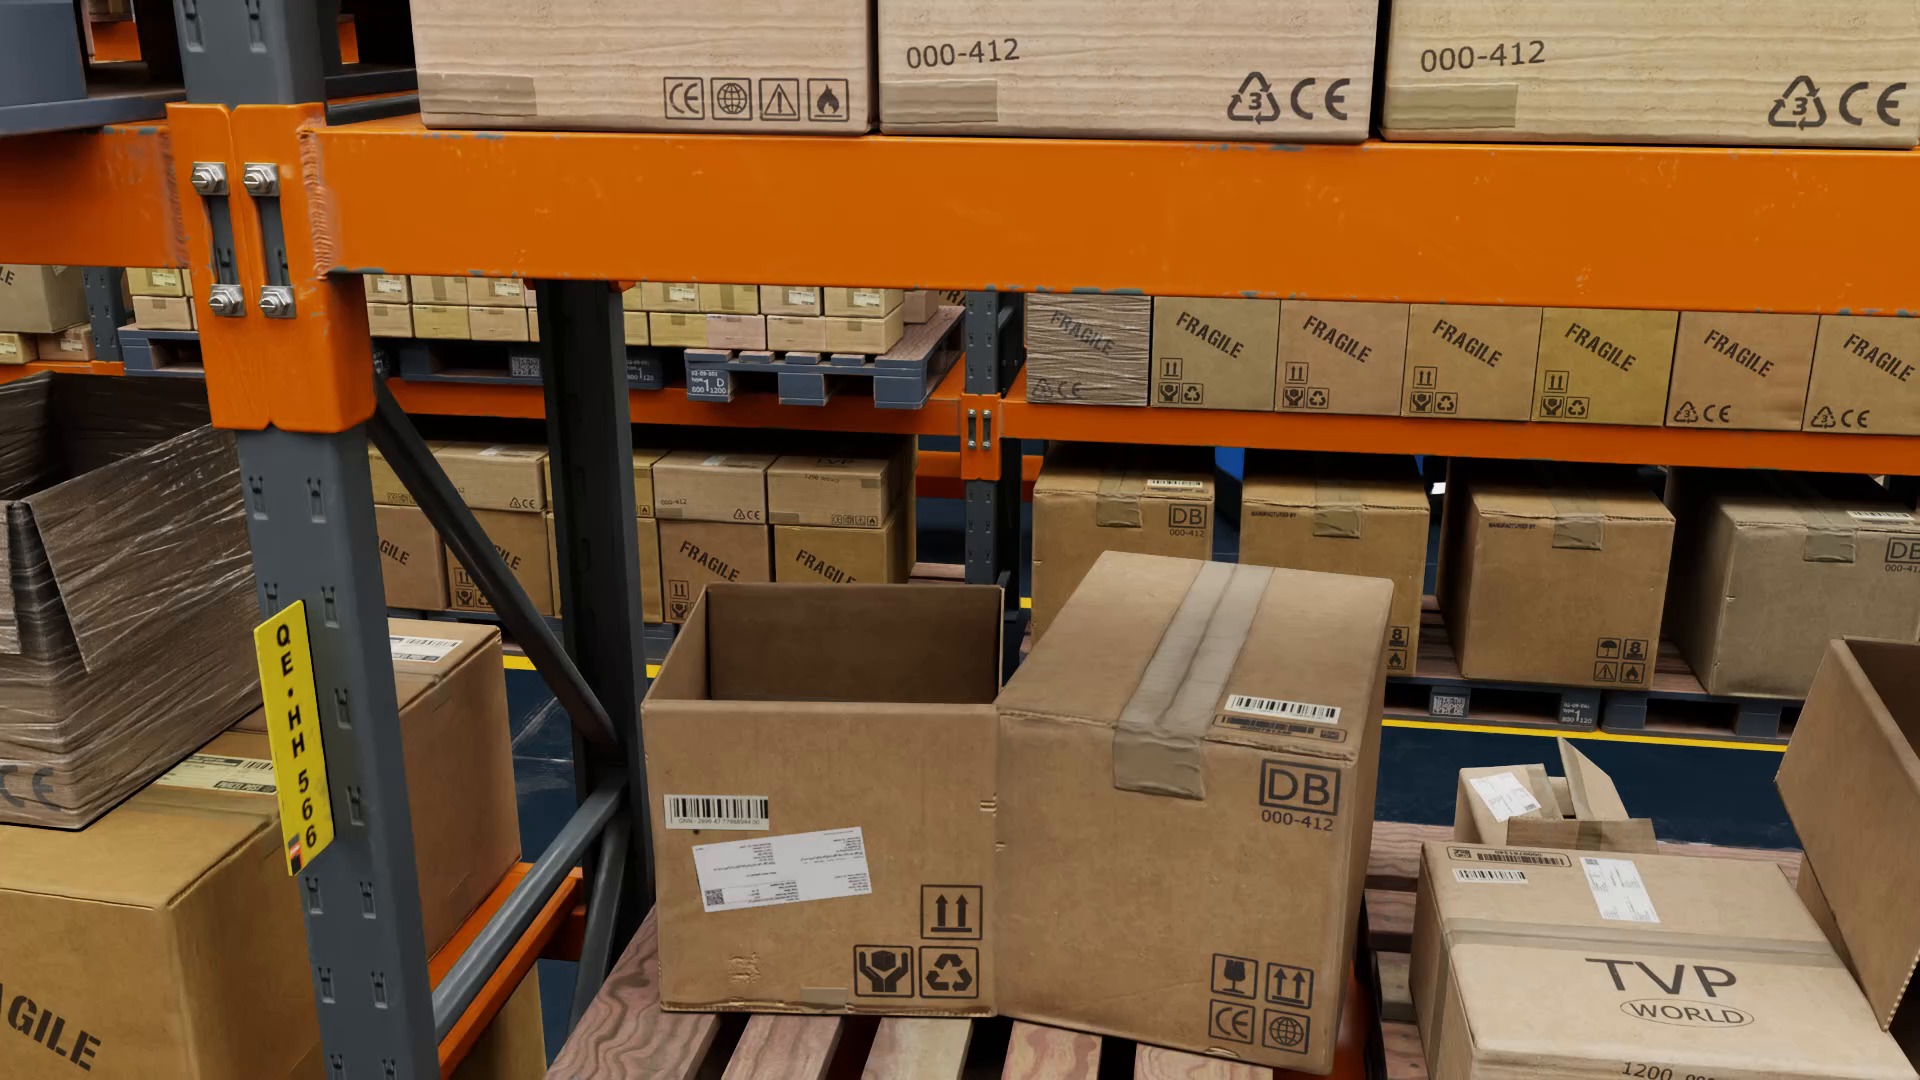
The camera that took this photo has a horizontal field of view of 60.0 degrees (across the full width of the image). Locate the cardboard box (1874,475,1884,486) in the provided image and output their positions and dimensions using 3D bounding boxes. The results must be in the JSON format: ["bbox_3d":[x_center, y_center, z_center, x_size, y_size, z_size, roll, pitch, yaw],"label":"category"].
[{"bbox_3d":[5.261,-0.276,9.709,0.396,0.266,0.258,-11,21,-29],"label":"cardboard box"}]

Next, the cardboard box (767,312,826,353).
[{"bbox_3d":[-0.643,-0.905,7.015,0.250,0.149,0.380,3,19,9],"label":"cardboard box"}]

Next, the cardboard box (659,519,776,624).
[{"bbox_3d":[-1.041,0.077,7.625,0.500,0.500,0.500,4,19,11],"label":"cardboard box"}]

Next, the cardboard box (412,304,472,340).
[{"bbox_3d":[-2.181,-0.985,7.253,0.250,0.149,0.380,3,19,8],"label":"cardboard box"}]

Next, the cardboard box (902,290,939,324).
[{"bbox_3d":[-0.248,-1.097,7.588,0.250,0.149,0.380,3,19,8],"label":"cardboard box"}]

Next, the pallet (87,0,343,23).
[{"bbox_3d":[-3.195,-2.402,7.322,1.003,0.211,1.213,3,19,9],"label":"pallet"}]

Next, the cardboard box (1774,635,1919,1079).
[{"bbox_3d":[1.499,0.512,2.220,0.637,0.503,0.797,5,19,14],"label":"cardboard box"}]

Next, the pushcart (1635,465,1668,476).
[{"bbox_3d":[4.485,-0.325,9.681,0.936,0.377,1.648,-3,19,-10],"label":"pushcart"}]

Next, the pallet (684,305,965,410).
[{"bbox_3d":[-0.558,-0.843,7.397,1.003,0.211,1.213,3,19,9],"label":"pallet"}]

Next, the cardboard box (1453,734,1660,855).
[{"bbox_3d":[0.965,0.481,2.687,0.258,0.266,0.396,2,19,7],"label":"cardboard box"}]

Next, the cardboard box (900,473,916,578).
[{"bbox_3d":[-0.496,-0.060,8.034,0.500,0.500,0.500,2,19,6],"label":"cardboard box"}]

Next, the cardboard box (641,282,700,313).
[{"bbox_3d":[-1.169,-1.073,7.047,0.250,0.149,0.380,3,19,9],"label":"cardboard box"}]

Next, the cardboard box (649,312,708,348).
[{"bbox_3d":[-1.142,-0.932,7.094,0.250,0.149,0.380,3,19,8],"label":"cardboard box"}]

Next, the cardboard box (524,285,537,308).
[{"bbox_3d":[-1.672,-1.099,7.125,0.250,0.149,0.380,3,19,10],"label":"cardboard box"}]

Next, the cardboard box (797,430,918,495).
[{"bbox_3d":[-0.480,-0.411,7.900,0.500,0.250,0.500,2,19,6],"label":"cardboard box"}]

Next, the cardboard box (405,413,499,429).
[{"bbox_3d":[-2.506,-0.514,8.207,0.500,0.250,0.500,4,19,11],"label":"cardboard box"}]

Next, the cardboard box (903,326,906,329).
[{"bbox_3d":[-0.701,-1.786,12.599,0.875,0.875,0.875,3,19,9],"label":"cardboard box"}]

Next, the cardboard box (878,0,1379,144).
[{"bbox_3d":[0.206,-0.604,1.891,0.500,0.250,0.500,3,19,10],"label":"cardboard box"}]

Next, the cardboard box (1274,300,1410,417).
[{"bbox_3d":[1.563,-0.821,6.873,0.500,0.500,0.500,3,19,9],"label":"cardboard box"}]

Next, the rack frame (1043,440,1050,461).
[{"bbox_3d":[0.495,-0.508,9.049,0.032,1.125,0.500,3,19,9],"label":"rack frame"}]

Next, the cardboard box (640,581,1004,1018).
[{"bbox_3d":[-0.185,0.386,2.604,0.500,0.500,0.500,1,19,2],"label":"cardboard box"}]

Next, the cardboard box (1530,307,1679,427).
[{"bbox_3d":[2.556,-0.771,6.722,0.500,0.500,0.500,3,19,9],"label":"cardboard box"}]

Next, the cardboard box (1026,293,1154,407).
[{"bbox_3d":[0.563,-0.871,7.023,0.500,0.500,0.500,3,19,9],"label":"cardboard box"}]

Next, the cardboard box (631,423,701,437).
[{"bbox_3d":[-1.468,-0.466,8.063,0.500,0.250,0.500,3,19,9],"label":"cardboard box"}]

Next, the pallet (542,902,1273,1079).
[{"bbox_3d":[-0.004,0.711,2.753,1.003,0.211,1.213,3,19,9],"label":"pallet"}]

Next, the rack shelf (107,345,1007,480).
[{"bbox_3d":[-1.813,-0.691,7.774,4.000,0.370,1.077,3,19,9],"label":"rack shelf"}]

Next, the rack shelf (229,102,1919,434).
[{"bbox_3d":[1.250,-0.363,2.067,4.000,0.370,1.077,3,19,9],"label":"rack shelf"}]

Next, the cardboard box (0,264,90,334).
[{"bbox_3d":[-4.310,-1.257,7.706,0.500,0.500,0.500,3,19,9],"label":"cardboard box"}]

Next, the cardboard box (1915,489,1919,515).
[{"bbox_3d":[5.686,-0.305,9.207,0.503,0.637,0.797,3,19,9],"label":"cardboard box"}]

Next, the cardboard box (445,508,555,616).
[{"bbox_3d":[-2.058,0.022,7.787,0.500,0.500,0.500,3,19,10],"label":"cardboard box"}]

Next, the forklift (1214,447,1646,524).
[{"bbox_3d":[2.922,-1.663,9.655,3.031,2.935,1.130,-5,19,-15],"label":"forklift"}]

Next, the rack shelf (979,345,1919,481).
[{"bbox_3d":[2.137,-0.489,7.172,4.000,0.370,1.077,3,19,9],"label":"rack shelf"}]

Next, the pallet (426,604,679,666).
[{"bbox_3d":[-1.810,0.289,8.106,1.213,0.211,1.003,3,19,9],"label":"pallet"}]

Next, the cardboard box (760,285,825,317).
[{"bbox_3d":[-0.662,-1.047,6.972,0.250,0.149,0.380,4,19,11],"label":"cardboard box"}]

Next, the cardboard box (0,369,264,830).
[{"bbox_3d":[-1.444,0.053,2.680,0.637,0.503,0.797,4,19,11],"label":"cardboard box"}]

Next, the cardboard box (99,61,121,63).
[{"bbox_3d":[-6.236,-3.574,12.503,0.250,0.149,0.380,4,19,10],"label":"cardboard box"}]

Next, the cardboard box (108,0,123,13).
[{"bbox_3d":[-4.202,-2.590,7.825,0.500,0.250,0.500,4,19,11],"label":"cardboard box"}]

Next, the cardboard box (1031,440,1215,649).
[{"bbox_3d":[0.749,-0.005,7.473,0.750,0.750,1.050,3,19,8],"label":"cardboard box"}]

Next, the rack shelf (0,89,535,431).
[{"bbox_3d":[-2.699,-0.564,2.669,4.000,0.370,1.077,3,19,9],"label":"rack shelf"}]

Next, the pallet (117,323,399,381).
[{"bbox_3d":[-3.056,-0.958,7.740,1.213,0.211,1.003,3,19,9],"label":"pallet"}]

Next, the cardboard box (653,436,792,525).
[{"bbox_3d":[-1.055,-0.275,7.493,0.500,0.250,0.500,3,19,9],"label":"cardboard box"}]

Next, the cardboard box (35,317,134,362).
[{"bbox_3d":[-4.106,-0.954,7.824,0.250,0.149,0.380,3,19,8],"label":"cardboard box"}]

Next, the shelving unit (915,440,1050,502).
[{"bbox_3d":[-0.007,-0.534,9.126,1.048,1.125,0.538,3,19,9],"label":"shelving unit"}]

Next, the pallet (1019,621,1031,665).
[{"bbox_3d":[0.929,0.454,7.612,1.213,0.211,1.003,3,19,9],"label":"pallet"}]

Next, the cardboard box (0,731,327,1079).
[{"bbox_3d":[-1.251,0.623,2.556,0.500,0.500,0.500,4,19,10],"label":"cardboard box"}]

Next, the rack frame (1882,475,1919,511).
[{"bbox_3d":[4.112,-0.730,6.757,0.127,3.000,1.000,3,19,9],"label":"rack frame"}]

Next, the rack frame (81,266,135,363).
[{"bbox_3d":[-3.787,-1.133,7.961,0.127,3.000,1.000,3,19,9],"label":"rack frame"}]

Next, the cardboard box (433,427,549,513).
[{"bbox_3d":[-2.071,-0.329,7.654,0.500,0.250,0.500,4,19,11],"label":"cardboard box"}]

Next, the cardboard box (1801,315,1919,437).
[{"bbox_3d":[3.554,-0.720,6.570,0.500,0.500,0.500,3,19,8],"label":"cardboard box"}]

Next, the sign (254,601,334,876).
[{"bbox_3d":[-0.809,0.243,2.026,0.005,0.325,0.100,3,19,9],"label":"sign"}]

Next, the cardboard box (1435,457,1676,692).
[{"bbox_3d":[2.532,0.085,7.205,0.750,0.750,1.050,3,19,9],"label":"cardboard box"}]

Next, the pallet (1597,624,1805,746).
[{"bbox_3d":[3.338,0.577,7.245,1.213,0.211,1.003,3,19,9],"label":"pallet"}]

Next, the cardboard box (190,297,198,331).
[{"bbox_3d":[-3.197,-1.037,7.408,0.250,0.149,0.380,3,19,10],"label":"cardboard box"}]

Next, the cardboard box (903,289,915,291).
[{"bbox_3d":[-0.283,-1.240,7.546,0.250,0.149,0.380,4,19,11],"label":"cardboard box"}]

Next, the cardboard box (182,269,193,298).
[{"bbox_3d":[-3.215,-1.177,7.360,0.250,0.149,0.380,3,19,8],"label":"cardboard box"}]

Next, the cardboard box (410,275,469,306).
[{"bbox_3d":[-2.175,-1.125,7.204,0.250,0.149,0.380,3,19,8],"label":"cardboard box"}]

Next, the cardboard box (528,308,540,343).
[{"bbox_3d":[-1.663,-0.958,7.174,0.250,0.149,0.380,3,19,10],"label":"cardboard box"}]
